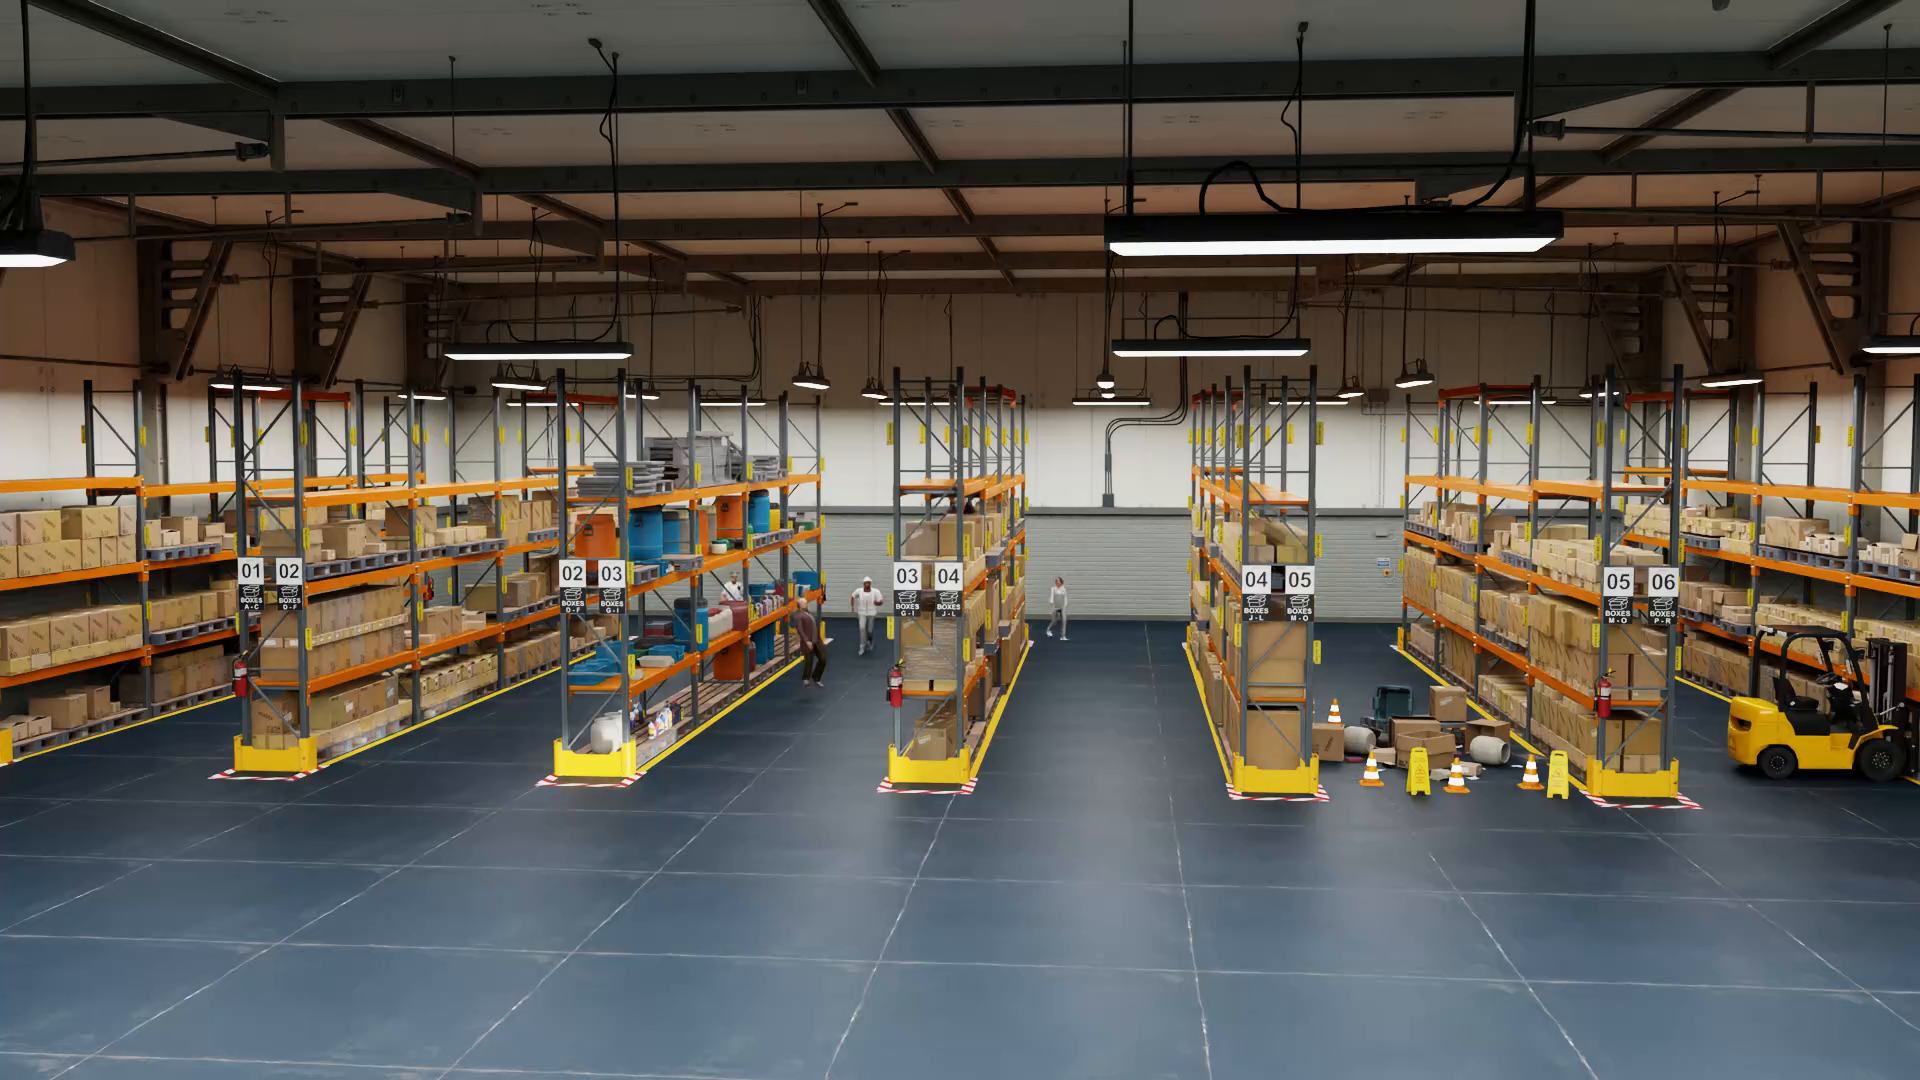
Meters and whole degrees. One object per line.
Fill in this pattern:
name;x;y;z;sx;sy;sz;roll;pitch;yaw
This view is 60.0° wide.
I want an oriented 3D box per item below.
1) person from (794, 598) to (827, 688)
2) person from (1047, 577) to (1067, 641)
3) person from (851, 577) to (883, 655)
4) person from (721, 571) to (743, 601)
person;-2.825;1.949;31.586;0.653;1.689;0.661;-3;4;-37
person;2.403;1.677;40.825;0.467;1.553;0.781;-1;4;-20
person;-2.158;1.713;38.306;0.756;1.736;1.016;0;4;3
person;-5.535;1.616;40.445;0.532;1.722;1.042;1;4;16
